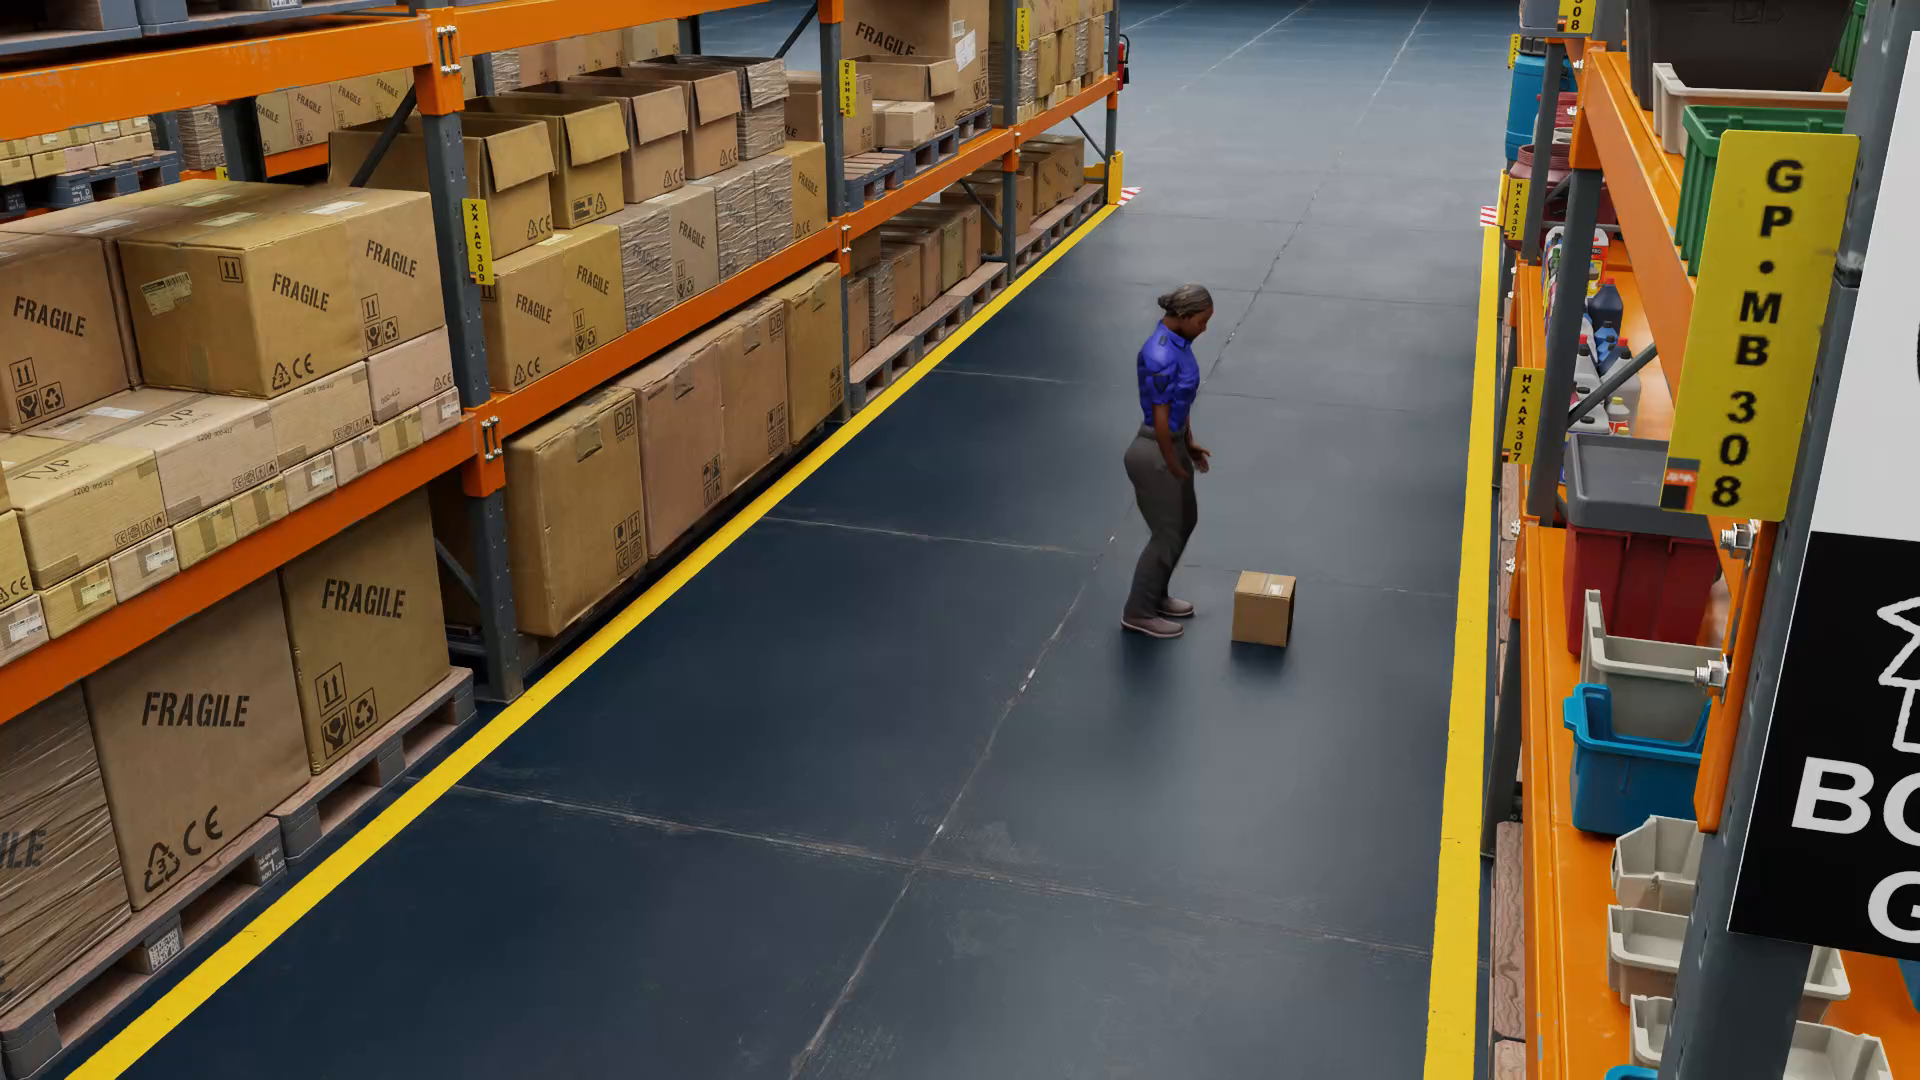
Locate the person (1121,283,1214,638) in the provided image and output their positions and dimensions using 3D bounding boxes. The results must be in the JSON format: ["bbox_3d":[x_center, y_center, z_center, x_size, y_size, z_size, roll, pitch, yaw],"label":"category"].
[{"bbox_3d":[0.947,-0.375,7.582,0.354,1.626,0.450,7,23,17],"label":"person"}]
